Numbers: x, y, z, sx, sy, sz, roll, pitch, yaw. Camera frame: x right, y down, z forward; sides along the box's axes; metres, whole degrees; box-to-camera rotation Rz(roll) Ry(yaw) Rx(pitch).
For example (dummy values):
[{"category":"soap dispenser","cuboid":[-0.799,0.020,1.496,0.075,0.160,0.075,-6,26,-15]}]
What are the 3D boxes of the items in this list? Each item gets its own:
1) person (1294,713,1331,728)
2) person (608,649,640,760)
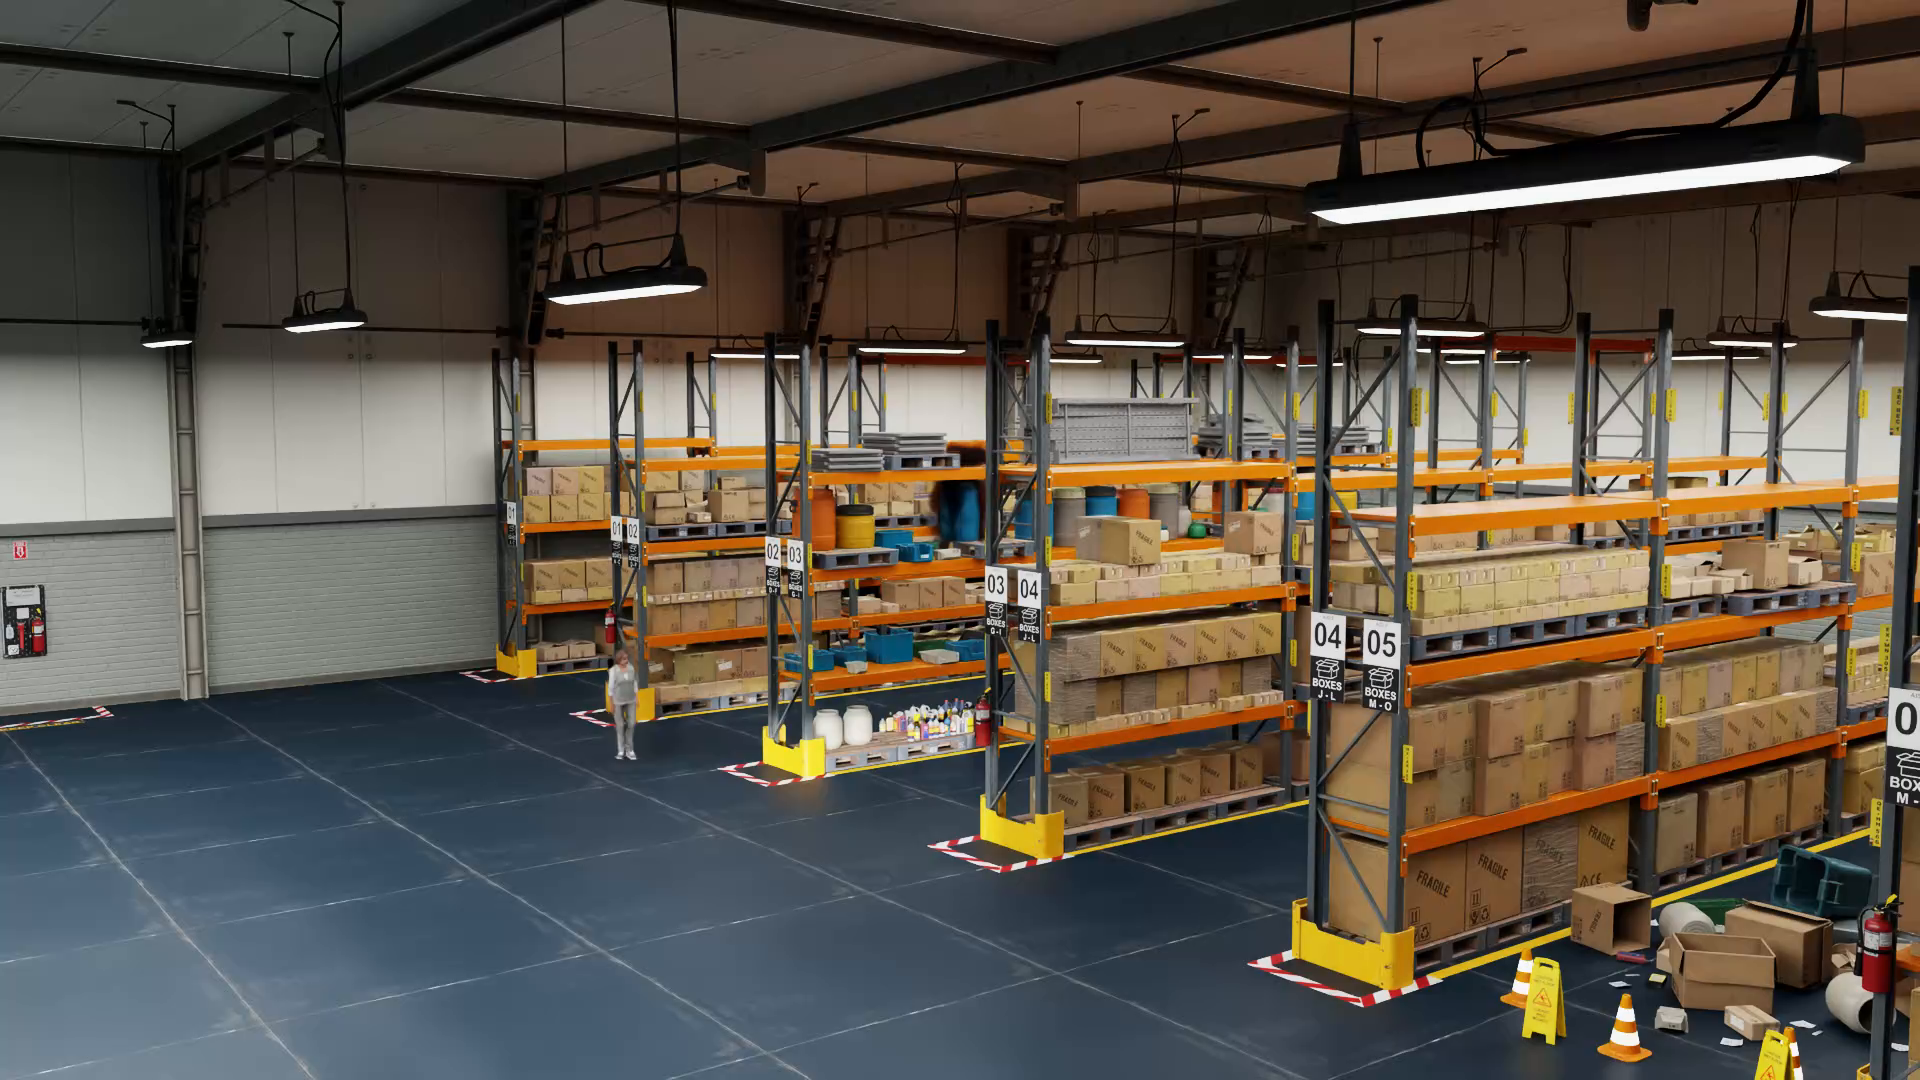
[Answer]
[{"category":"person","cuboid":[5.190,2.120,24.886,1.018,1.729,0.534,-4,6,-39]},{"category":"person","cuboid":[-4.757,2.315,23.491,0.446,1.596,0.368,-3,6,-32]}]
